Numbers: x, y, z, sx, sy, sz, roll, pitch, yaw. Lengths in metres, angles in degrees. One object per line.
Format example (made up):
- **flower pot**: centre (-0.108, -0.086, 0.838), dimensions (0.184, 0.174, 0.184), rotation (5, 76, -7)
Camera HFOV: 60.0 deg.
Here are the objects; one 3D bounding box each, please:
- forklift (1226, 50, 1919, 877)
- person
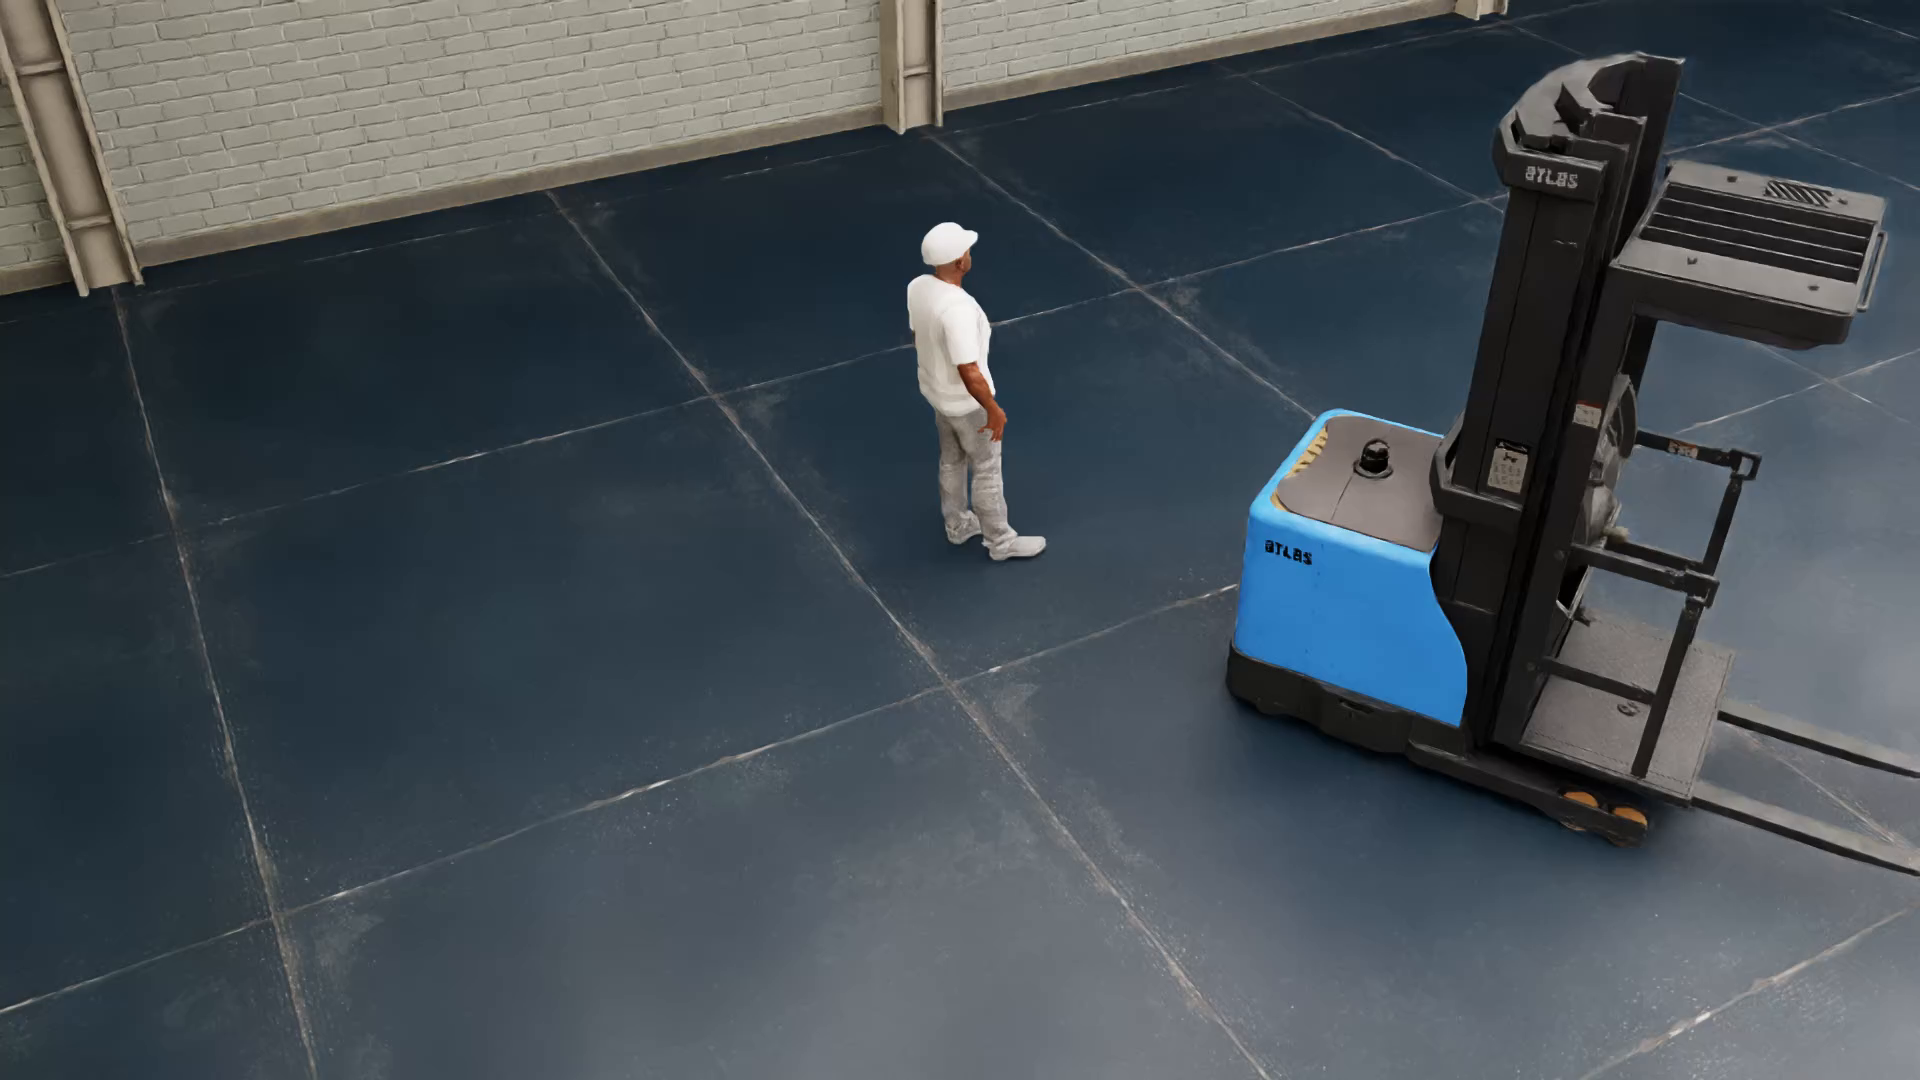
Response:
- **forklift**: centre (2.751, -0.282, 6.521), dimensions (3.031, 2.935, 1.130), rotation (18, 39, 24)
- **person**: centre (0.064, -0.743, 8.171), dimensions (0.576, 1.766, 0.665), rotation (-17, 39, -23)
